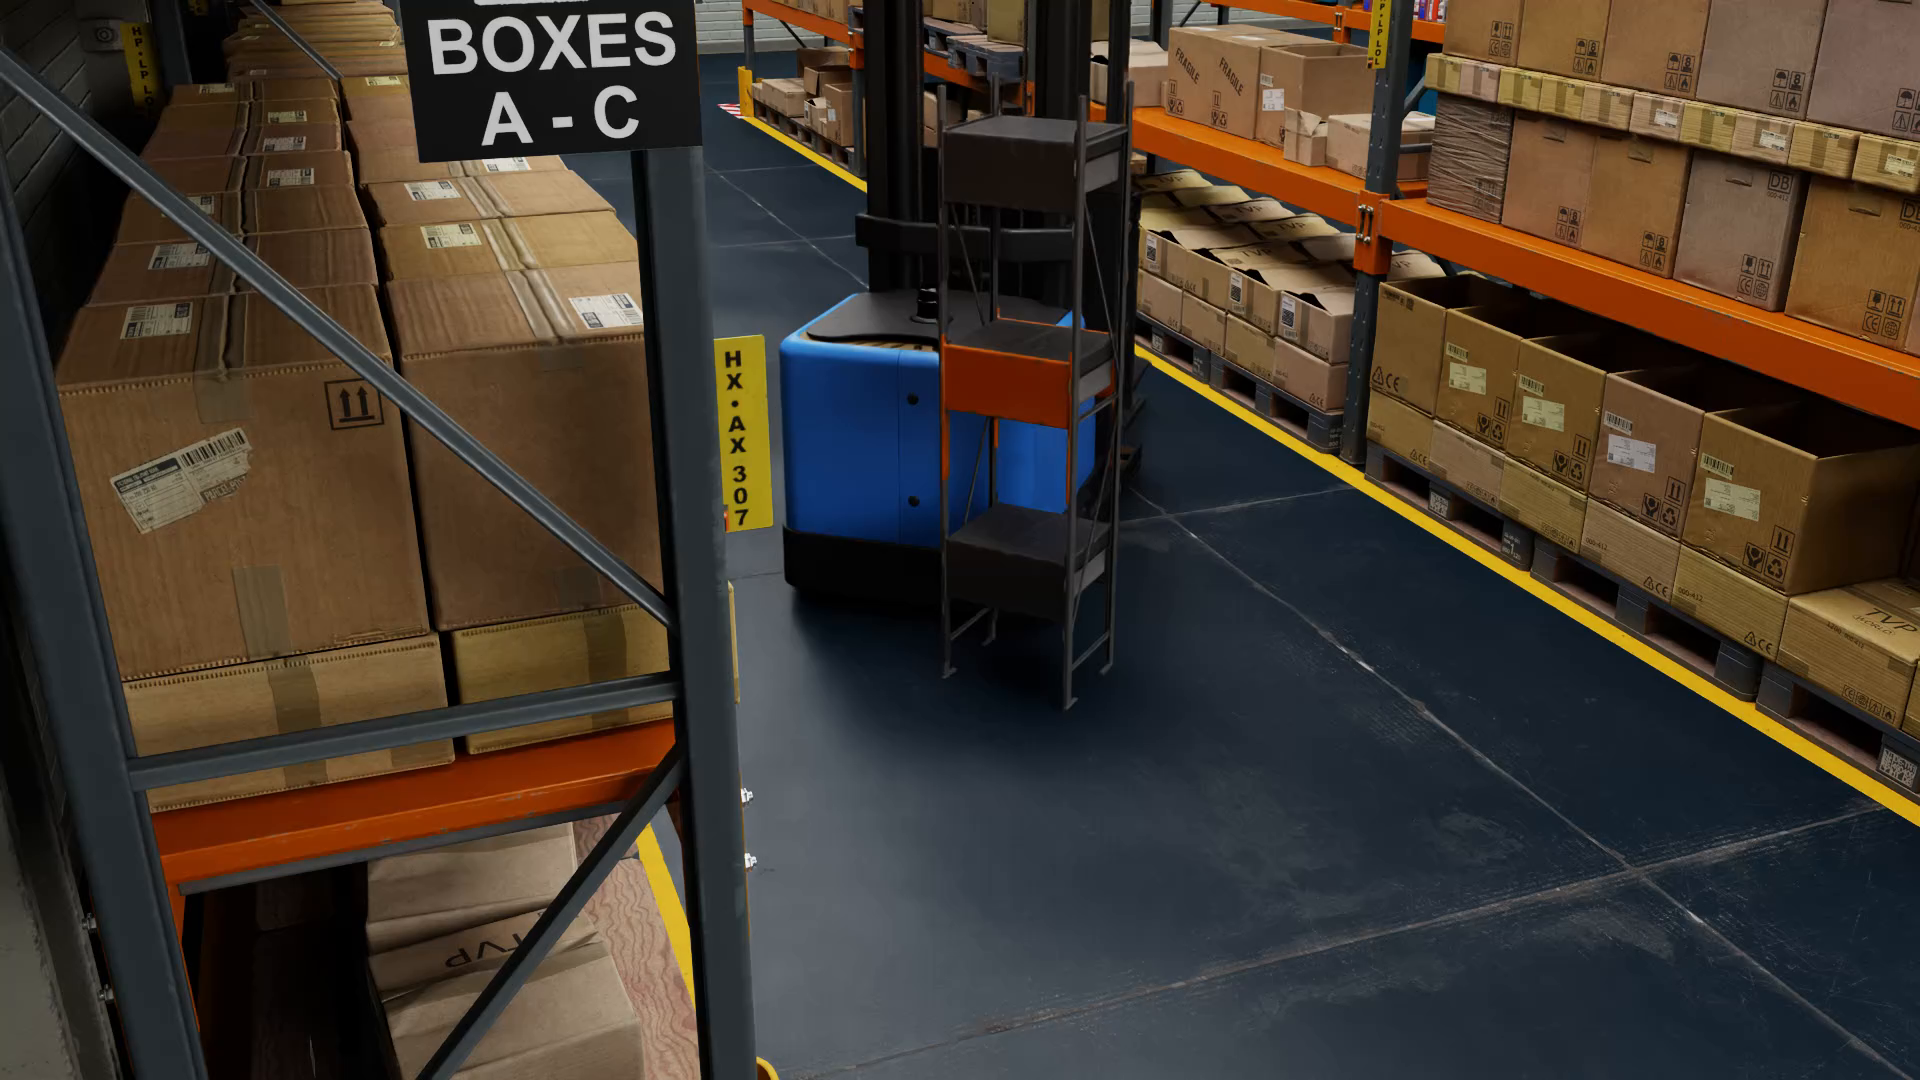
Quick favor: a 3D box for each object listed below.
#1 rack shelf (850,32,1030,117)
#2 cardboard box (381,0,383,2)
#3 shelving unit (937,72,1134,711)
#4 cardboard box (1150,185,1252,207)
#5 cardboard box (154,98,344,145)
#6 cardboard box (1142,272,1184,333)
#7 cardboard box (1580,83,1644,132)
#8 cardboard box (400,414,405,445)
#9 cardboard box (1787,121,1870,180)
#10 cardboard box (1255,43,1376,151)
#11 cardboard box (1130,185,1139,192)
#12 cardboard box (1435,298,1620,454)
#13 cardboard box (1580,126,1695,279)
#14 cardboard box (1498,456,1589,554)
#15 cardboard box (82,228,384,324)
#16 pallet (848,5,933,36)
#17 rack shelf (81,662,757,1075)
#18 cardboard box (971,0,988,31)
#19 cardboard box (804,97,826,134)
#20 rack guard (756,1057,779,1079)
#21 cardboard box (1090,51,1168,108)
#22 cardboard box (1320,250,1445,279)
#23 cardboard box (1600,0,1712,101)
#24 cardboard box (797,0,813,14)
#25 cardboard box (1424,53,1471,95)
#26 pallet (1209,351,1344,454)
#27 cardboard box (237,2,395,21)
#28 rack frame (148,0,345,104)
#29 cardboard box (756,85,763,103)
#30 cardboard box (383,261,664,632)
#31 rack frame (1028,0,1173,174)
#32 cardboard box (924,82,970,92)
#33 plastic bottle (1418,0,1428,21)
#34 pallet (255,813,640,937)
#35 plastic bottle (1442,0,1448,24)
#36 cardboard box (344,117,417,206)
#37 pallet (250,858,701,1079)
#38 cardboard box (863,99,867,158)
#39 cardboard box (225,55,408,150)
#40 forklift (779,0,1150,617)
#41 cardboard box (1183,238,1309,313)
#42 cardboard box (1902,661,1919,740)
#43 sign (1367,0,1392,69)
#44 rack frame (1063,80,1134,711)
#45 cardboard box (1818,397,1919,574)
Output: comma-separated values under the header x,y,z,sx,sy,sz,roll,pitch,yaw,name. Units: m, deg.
x,y,z,sx,sy,sz,roll,pitch,yaw,name
0.237,-3.677,13.037,1.077,0.370,4.000,-8,24,-19,rack shelf
-3.622,-3.004,9.978,0.500,0.500,0.500,-8,24,-17,cardboard box
0.246,-0.483,5.689,0.503,2.100,0.431,12,25,26,shelving unit
1.549,-2.122,10.699,0.500,0.311,0.500,-9,24,-20,cardboard box
-2.127,-1.045,5.068,0.500,0.500,0.500,-8,24,-19,cardboard box
1.402,-1.420,9.757,0.500,0.250,0.500,-8,24,-18,cardboard box
2.632,-1.678,6.404,0.380,0.149,0.250,-9,25,-21,cardboard box
-1.110,-0.227,4.094,0.500,0.250,0.500,-9,24,-20,cardboard box
2.998,-1.303,5.514,0.380,0.149,0.250,-8,24,-18,cardboard box
1.914,-2.347,8.827,0.500,0.500,0.500,-7,24,-15,cardboard box
0.854,-2.236,10.970,0.500,0.311,0.500,-7,24,-17,cardboard box
2.411,-0.708,7.102,0.500,0.500,0.500,-8,24,-19,cardboard box
2.885,-1.340,6.439,0.700,0.500,0.500,-8,24,-18,cardboard box
2.580,-0.180,6.814,0.500,0.250,0.500,-8,24,-19,cardboard box
-1.397,-0.306,3.315,0.500,0.500,0.500,-8,24,-18,cardboard box
-0.289,-4.341,13.934,1.003,0.211,1.213,-8,24,-19,pallet
-1.570,-0.089,4.525,1.077,0.370,4.000,-8,24,-19,rack shelf
0.471,-4.093,12.429,0.700,0.500,0.500,-4,23,-9,cardboard box
-1.201,-4.139,16.104,0.500,0.311,0.500,-8,24,-19,cardboard box
-0.890,1.431,3.212,1.175,0.500,0.348,-8,24,-19,rack guard
1.078,-2.889,10.356,0.500,0.311,0.500,-9,24,-20,cardboard box
2.272,-1.380,8.939,0.500,0.311,0.500,-9,24,-20,cardboard box
2.875,-1.946,6.206,0.700,0.500,0.500,-8,24,-19,cardboard box
-1.253,-5.301,15.836,0.500,0.500,0.500,-8,24,-18,cardboard box
2.270,-2.049,7.285,0.380,0.149,0.250,-8,24,-19,cardboard box
2.060,-0.805,8.889,1.003,0.211,1.213,-8,24,-19,pallet
-3.291,-2.480,8.578,0.700,0.500,0.500,-11,25,-24,cardboard box
-2.276,-1.147,6.109,1.000,3.000,0.127,-8,24,-19,rack frame
-1.968,-4.795,17.846,0.380,0.166,0.250,-8,24,-19,cardboard box
-0.751,-0.194,3.050,0.500,0.500,0.500,-8,24,-19,cardboard box
0.943,-3.281,11.173,1.000,3.000,0.127,-8,24,-19,rack frame
-0.173,-3.559,13.518,0.500,0.250,0.500,-8,24,-19,cardboard box
4.210,-4.845,15.033,0.061,0.283,0.133,-8,24,-19,plastic bottle
-1.571,0.821,5.030,1.003,0.211,1.213,-8,24,-19,pallet
4.382,-4.715,14.734,0.152,0.276,0.135,-8,24,-19,plastic bottle
-1.471,-0.938,4.816,0.500,0.500,0.500,-9,24,-21,cardboard box
-1.144,1.264,3.980,1.003,0.211,1.213,-8,24,-19,pallet
-0.527,-3.576,14.525,0.500,0.500,0.500,-9,25,-21,cardboard box
-2.424,-1.585,6.454,0.700,0.500,0.500,-8,24,-19,cardboard box
0.234,-1.601,7.276,1.130,2.935,3.031,7,24,16,forklift
1.581,-1.490,9.202,0.500,0.311,0.500,-8,24,-19,cardboard box
3.304,0.545,5.095,0.500,0.250,0.500,-8,24,-19,cardboard box
1.852,-2.247,7.330,0.100,0.325,0.005,-8,24,-19,sign
0.460,-0.438,5.581,0.015,2.100,0.400,12,25,26,rack frame
3.421,-0.233,5.975,0.500,0.500,0.500,-8,24,-19,cardboard box
